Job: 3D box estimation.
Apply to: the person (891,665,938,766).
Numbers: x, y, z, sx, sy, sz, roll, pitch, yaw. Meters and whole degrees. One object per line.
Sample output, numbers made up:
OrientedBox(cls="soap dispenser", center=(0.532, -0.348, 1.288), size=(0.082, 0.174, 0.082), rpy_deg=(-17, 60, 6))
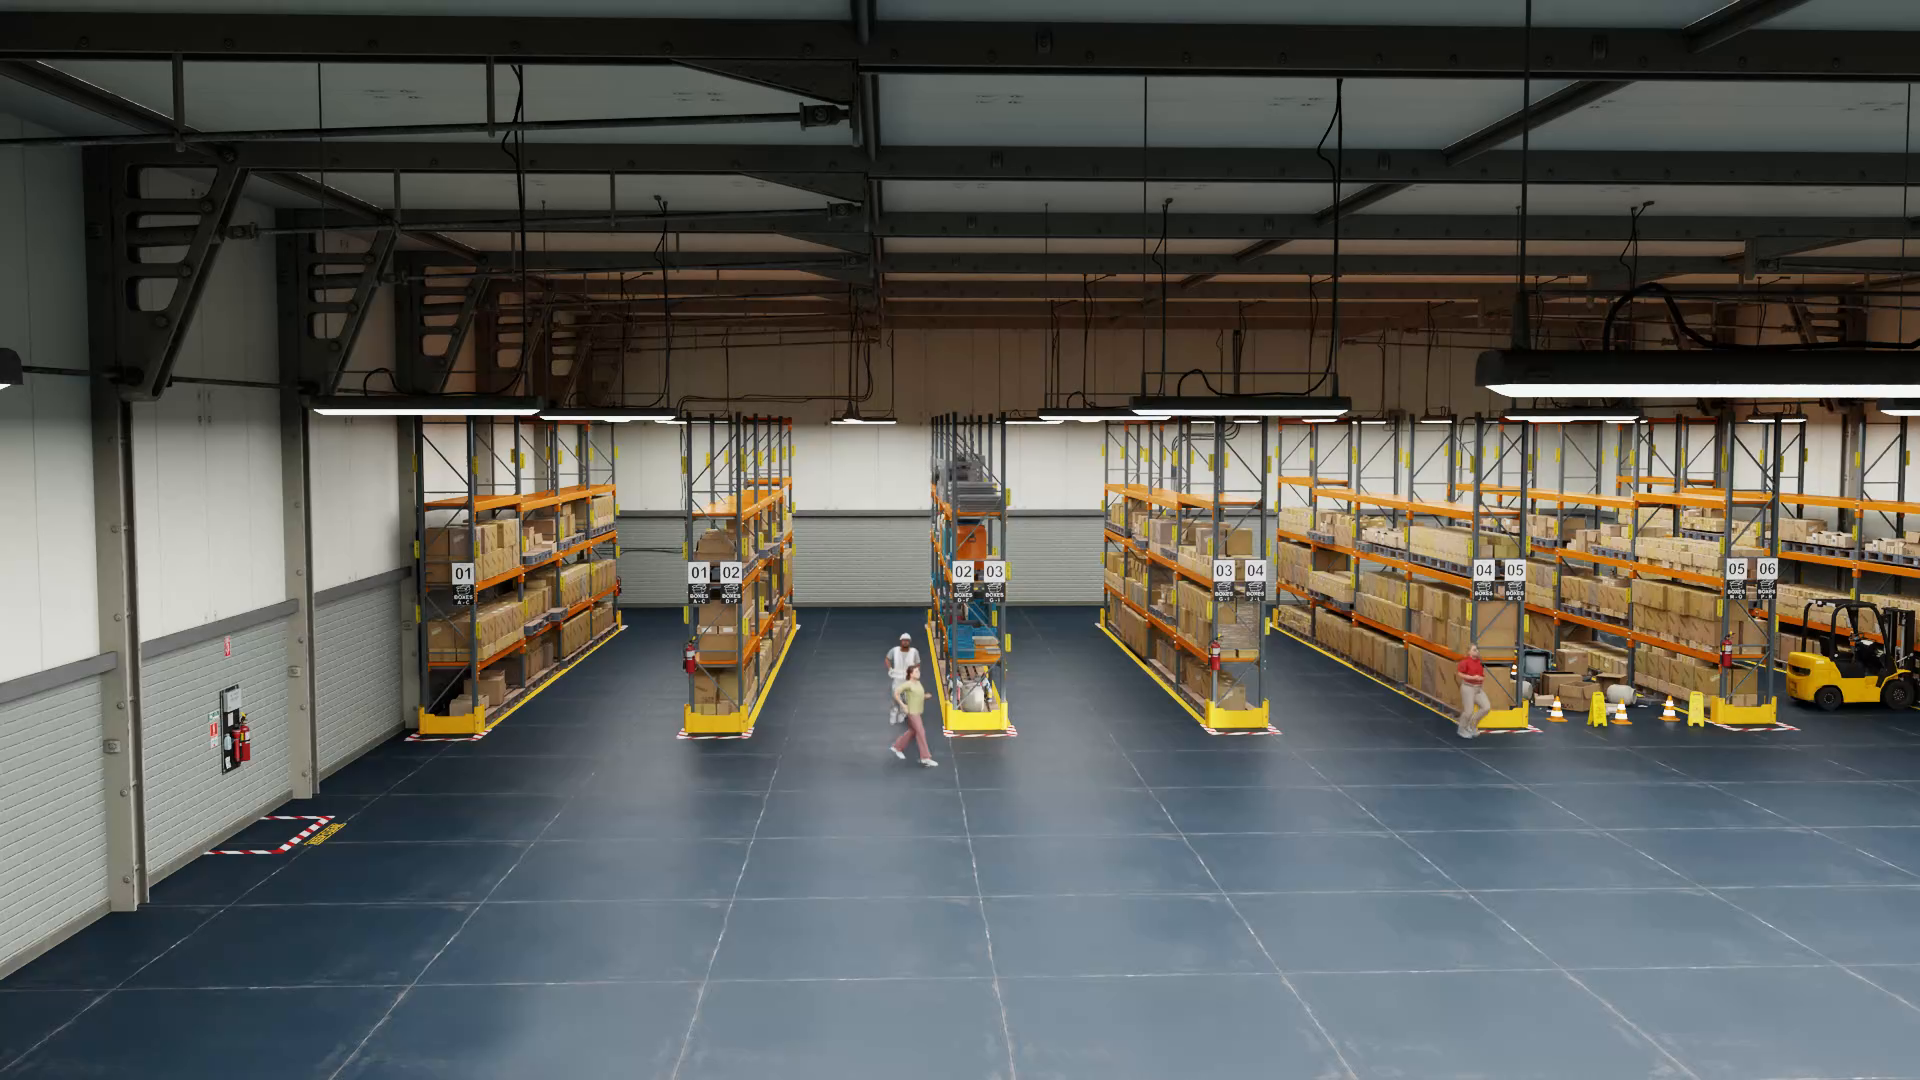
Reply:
OrientedBox(cls="person", center=(-0.777, 2.944, 28.144), size=(0.957, 1.666, 0.569), rpy_deg=(2, 4, 27))

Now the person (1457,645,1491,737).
OrientedBox(cls="person", center=(9.472, 2.799, 30.605), size=(0.671, 1.738, 0.622), rpy_deg=(-2, 5, -31))

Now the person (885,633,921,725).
OrientedBox(cls="person", center=(-1.085, 2.677, 31.966), size=(0.675, 1.760, 0.654), rpy_deg=(0, 4, -7))
